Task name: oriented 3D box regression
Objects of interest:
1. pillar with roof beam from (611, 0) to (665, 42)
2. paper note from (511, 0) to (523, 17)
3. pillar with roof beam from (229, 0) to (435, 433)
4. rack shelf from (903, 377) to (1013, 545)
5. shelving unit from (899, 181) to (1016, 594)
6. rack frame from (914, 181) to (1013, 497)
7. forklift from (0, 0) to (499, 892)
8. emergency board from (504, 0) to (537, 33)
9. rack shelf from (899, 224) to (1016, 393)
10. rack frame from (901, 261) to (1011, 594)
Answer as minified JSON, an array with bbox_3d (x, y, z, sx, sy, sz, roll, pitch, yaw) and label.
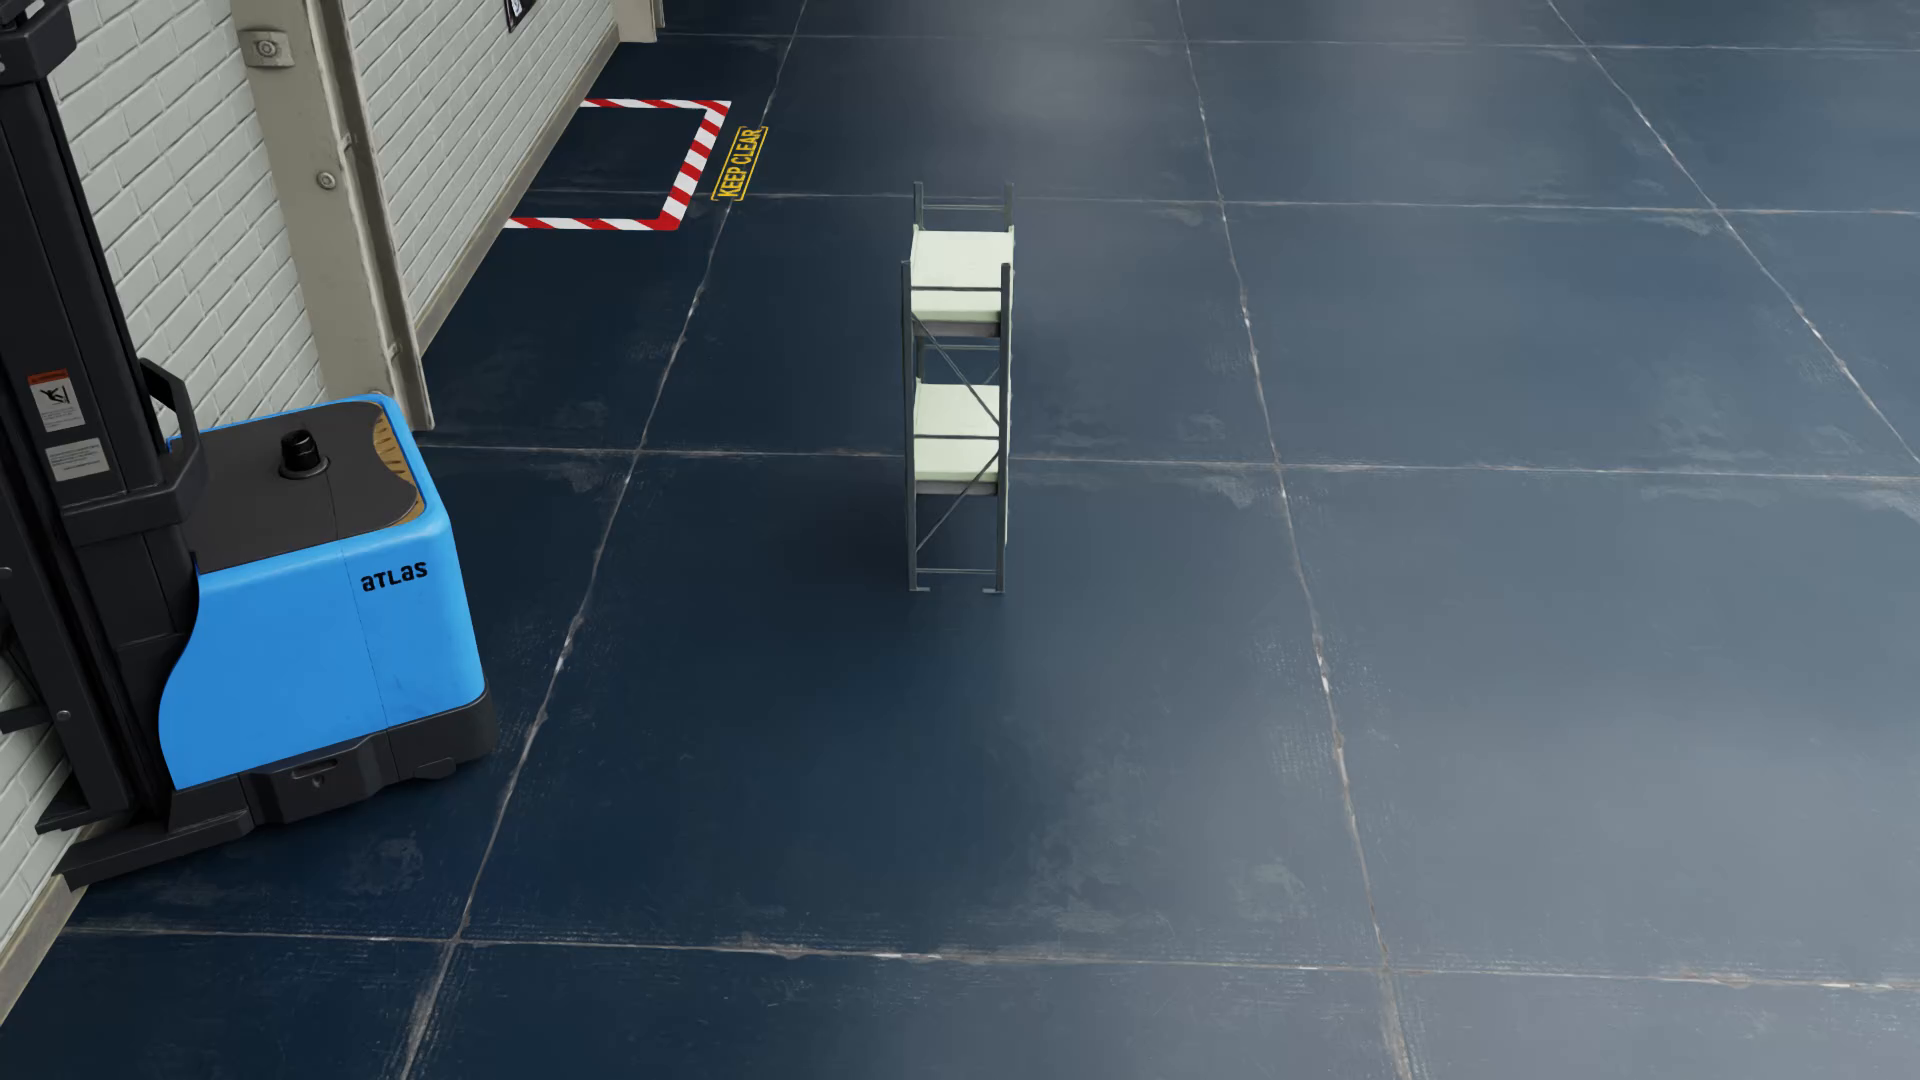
[{"bbox_3d":[1.842,-7.479,10.066,9.100,9.000,0.400,1,35,2],"label":"pillar with roof beam"},{"bbox_3d":[-2.673,-3.245,10.024,0.016,0.148,0.142,1,35,2],"label":"paper note"},{"bbox_3d":[1.601,-4.032,5.161,9.100,9.000,0.400,1,35,2],"label":"pillar with roof beam"},{"bbox_3d":[0.000,-0.343,7.001,0.431,0.370,0.720,1,35,2],"label":"rack shelf"},{"bbox_3d":[0.000,-0.610,6.813,0.431,1.500,0.755,1,35,2],"label":"shelving unit"},{"bbox_3d":[0.014,-0.820,7.113,0.400,1.500,0.023,1,35,2],"label":"rack frame"},{"bbox_3d":[-3.239,-0.256,5.065,3.031,2.935,1.130,-16,38,-22],"label":"forklift"},{"bbox_3d":[-2.616,-3.700,9.907,0.157,1.169,0.626,1,35,2],"label":"emergency board"},{"bbox_3d":[0.000,-0.929,6.589,0.431,0.370,0.720,1,35,2],"label":"rack shelf"},{"bbox_3d":[-0.015,-0.399,6.514,0.400,1.500,0.023,1,35,2],"label":"rack frame"}]
